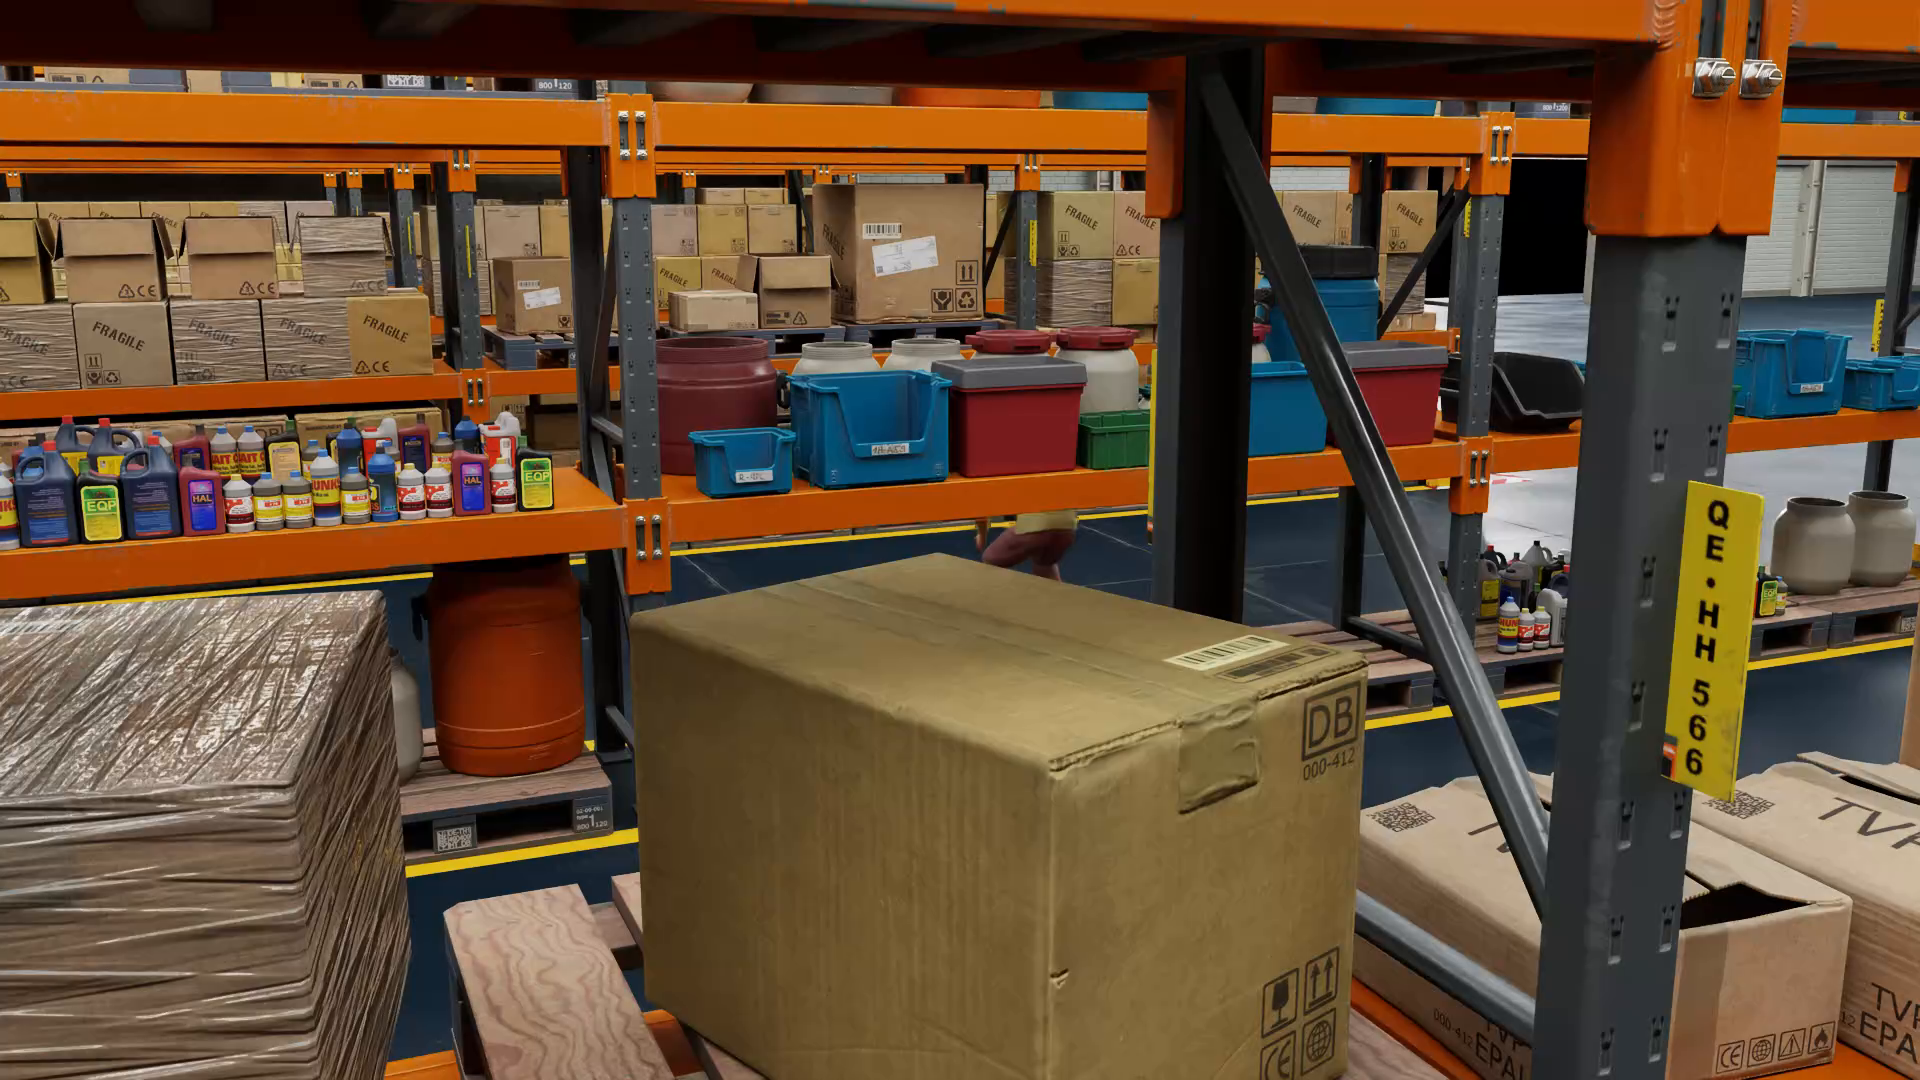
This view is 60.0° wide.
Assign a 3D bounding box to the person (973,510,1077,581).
[{"bbox_3d":[0.348,-0.068,9.245,0.511,1.275,0.695,-5,13,-23],"label":"person"}]
